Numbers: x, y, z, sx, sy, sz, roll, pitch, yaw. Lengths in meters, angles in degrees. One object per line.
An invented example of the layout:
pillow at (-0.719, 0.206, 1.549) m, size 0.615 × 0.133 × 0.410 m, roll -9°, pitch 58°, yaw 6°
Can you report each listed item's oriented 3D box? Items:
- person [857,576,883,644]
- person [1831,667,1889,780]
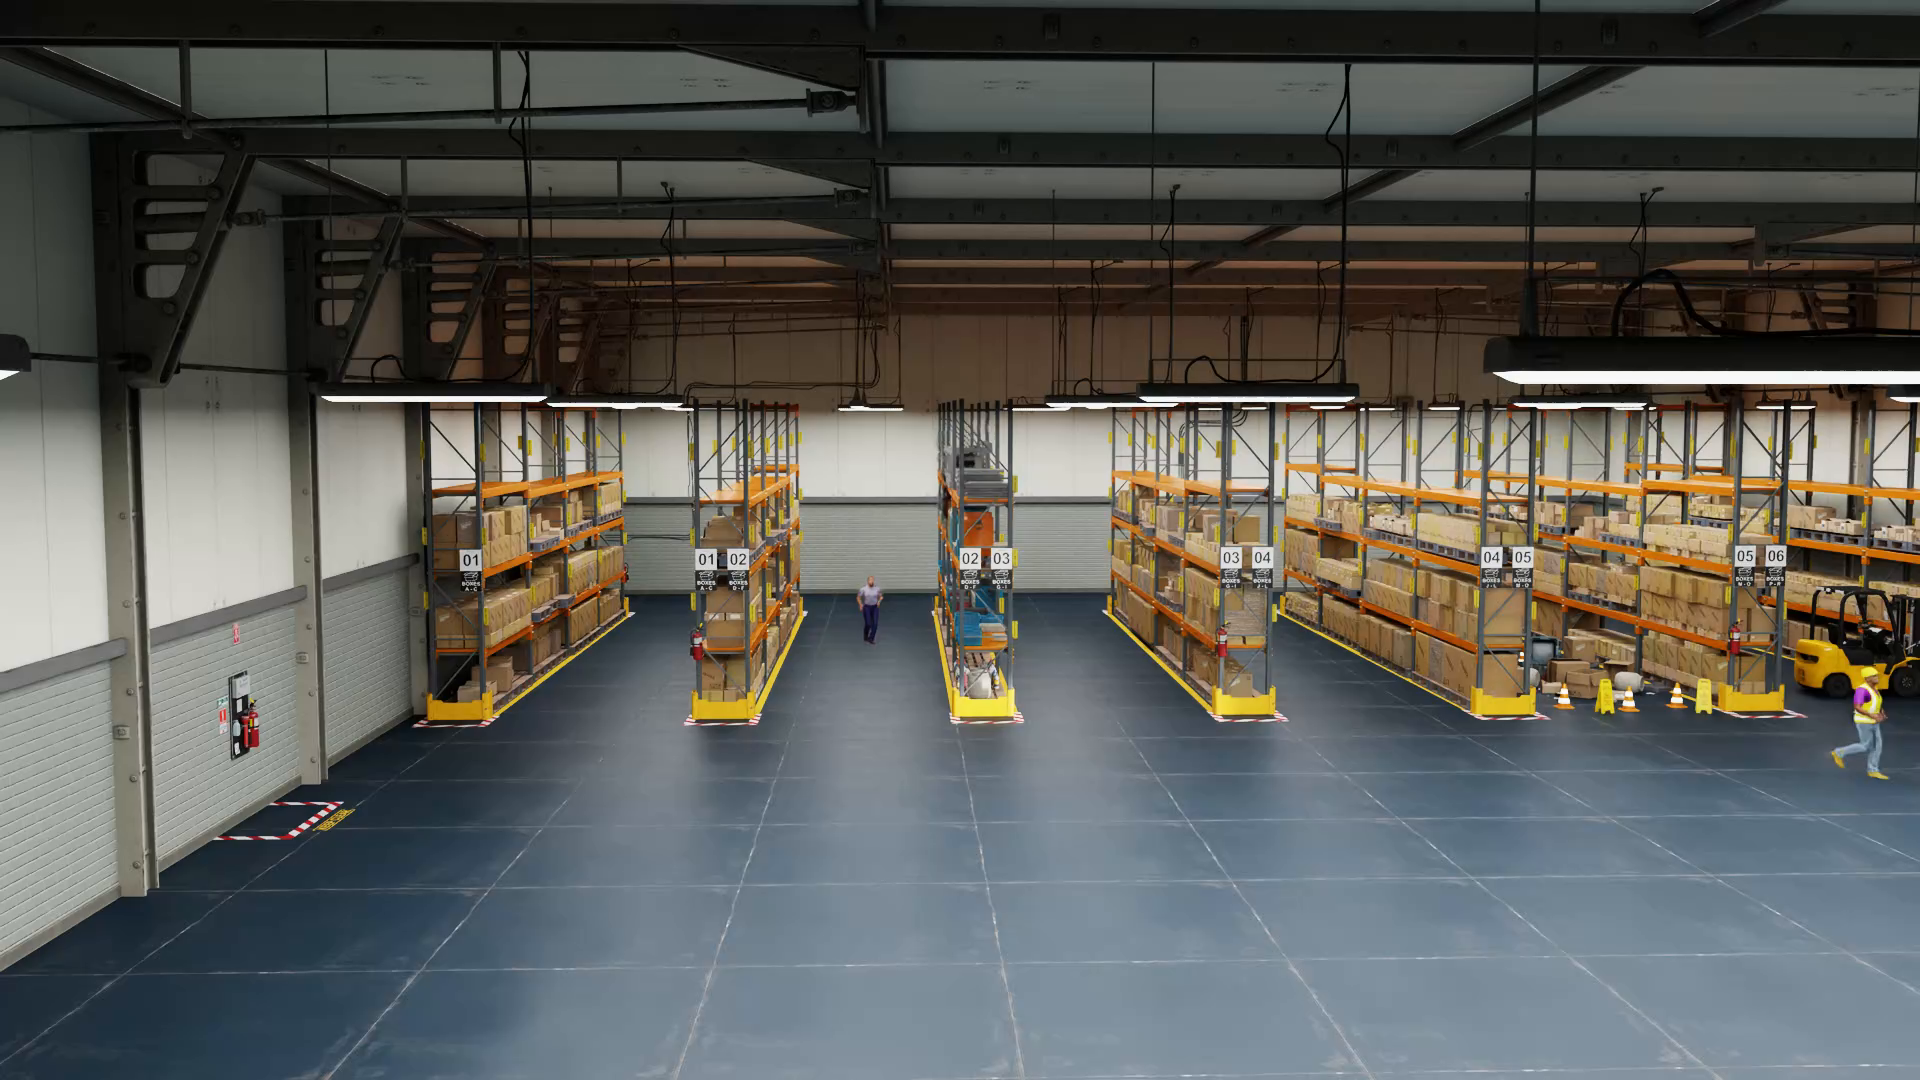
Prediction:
person at (-2.101, 1.656, 39.251) m, size 0.608 × 1.612 × 0.501 m, roll -1°, pitch 4°, yaw -15°
person at (14.269, 2.870, 26.260) m, size 0.803 × 1.756 × 0.706 m, roll 4°, pitch 6°, yaw 44°
